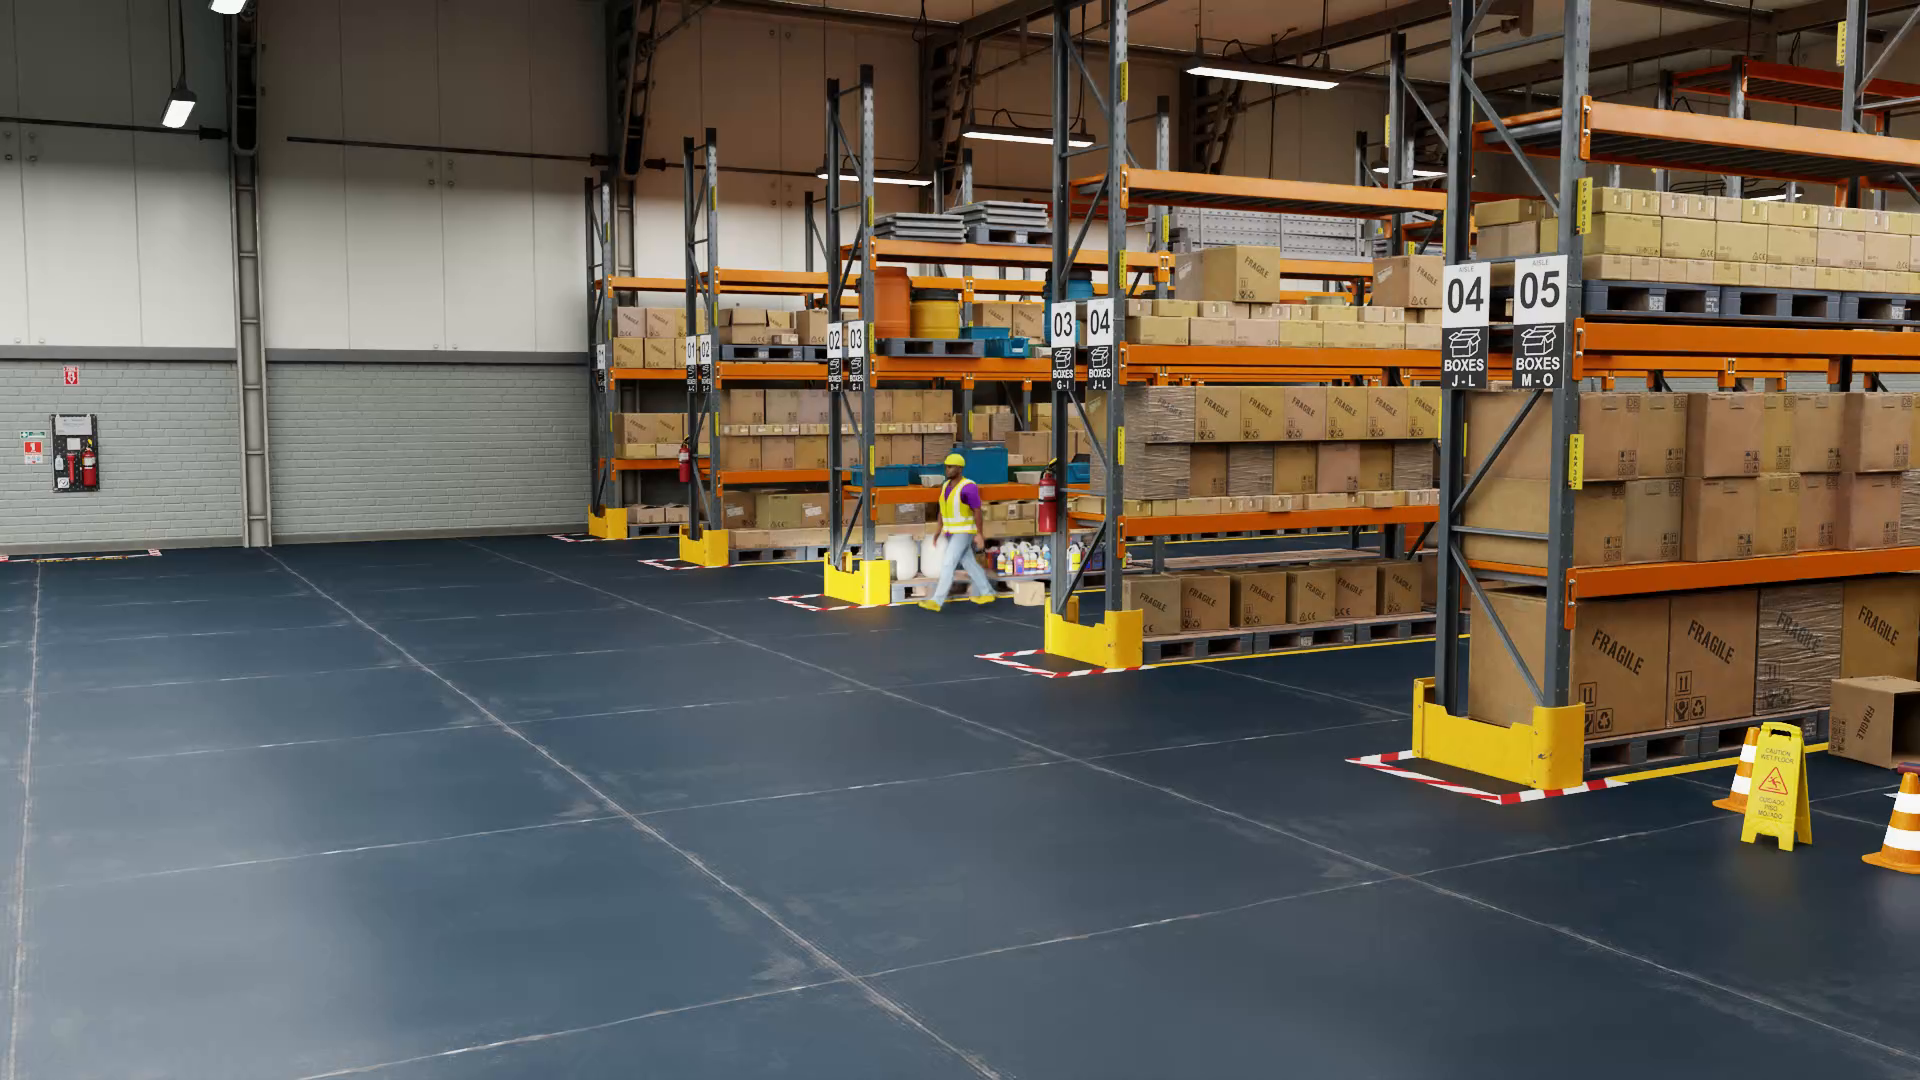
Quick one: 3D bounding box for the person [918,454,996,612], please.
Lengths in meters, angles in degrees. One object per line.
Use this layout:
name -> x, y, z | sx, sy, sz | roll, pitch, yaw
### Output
person -> -0.053, -0.090, 18.230 | 1.086, 1.707, 0.567 | -3, 6, -31
